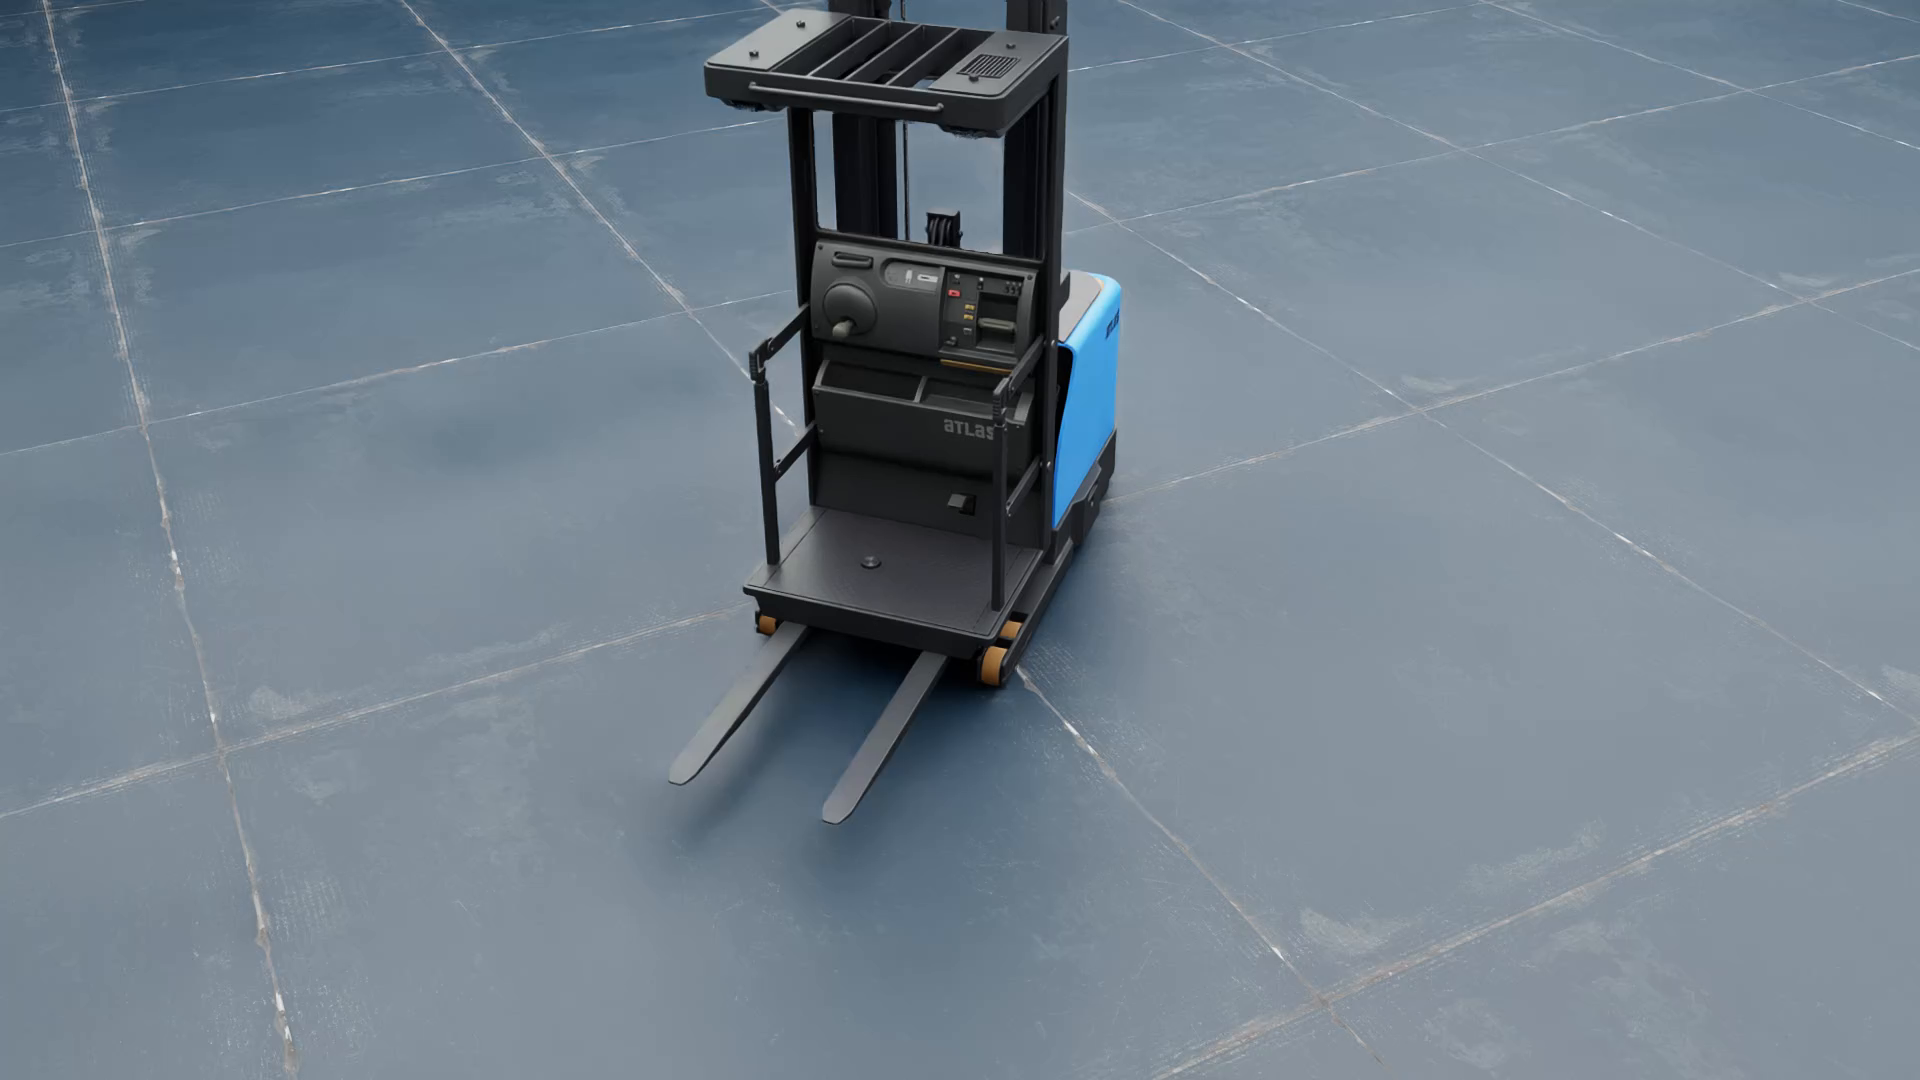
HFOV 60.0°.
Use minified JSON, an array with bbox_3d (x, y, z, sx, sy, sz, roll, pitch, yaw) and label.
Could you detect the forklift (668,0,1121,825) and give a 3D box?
[{"bbox_3d":[-0.224,-0.885,6.415,1.130,2.935,3.031,11,34,17],"label":"forklift"}]
